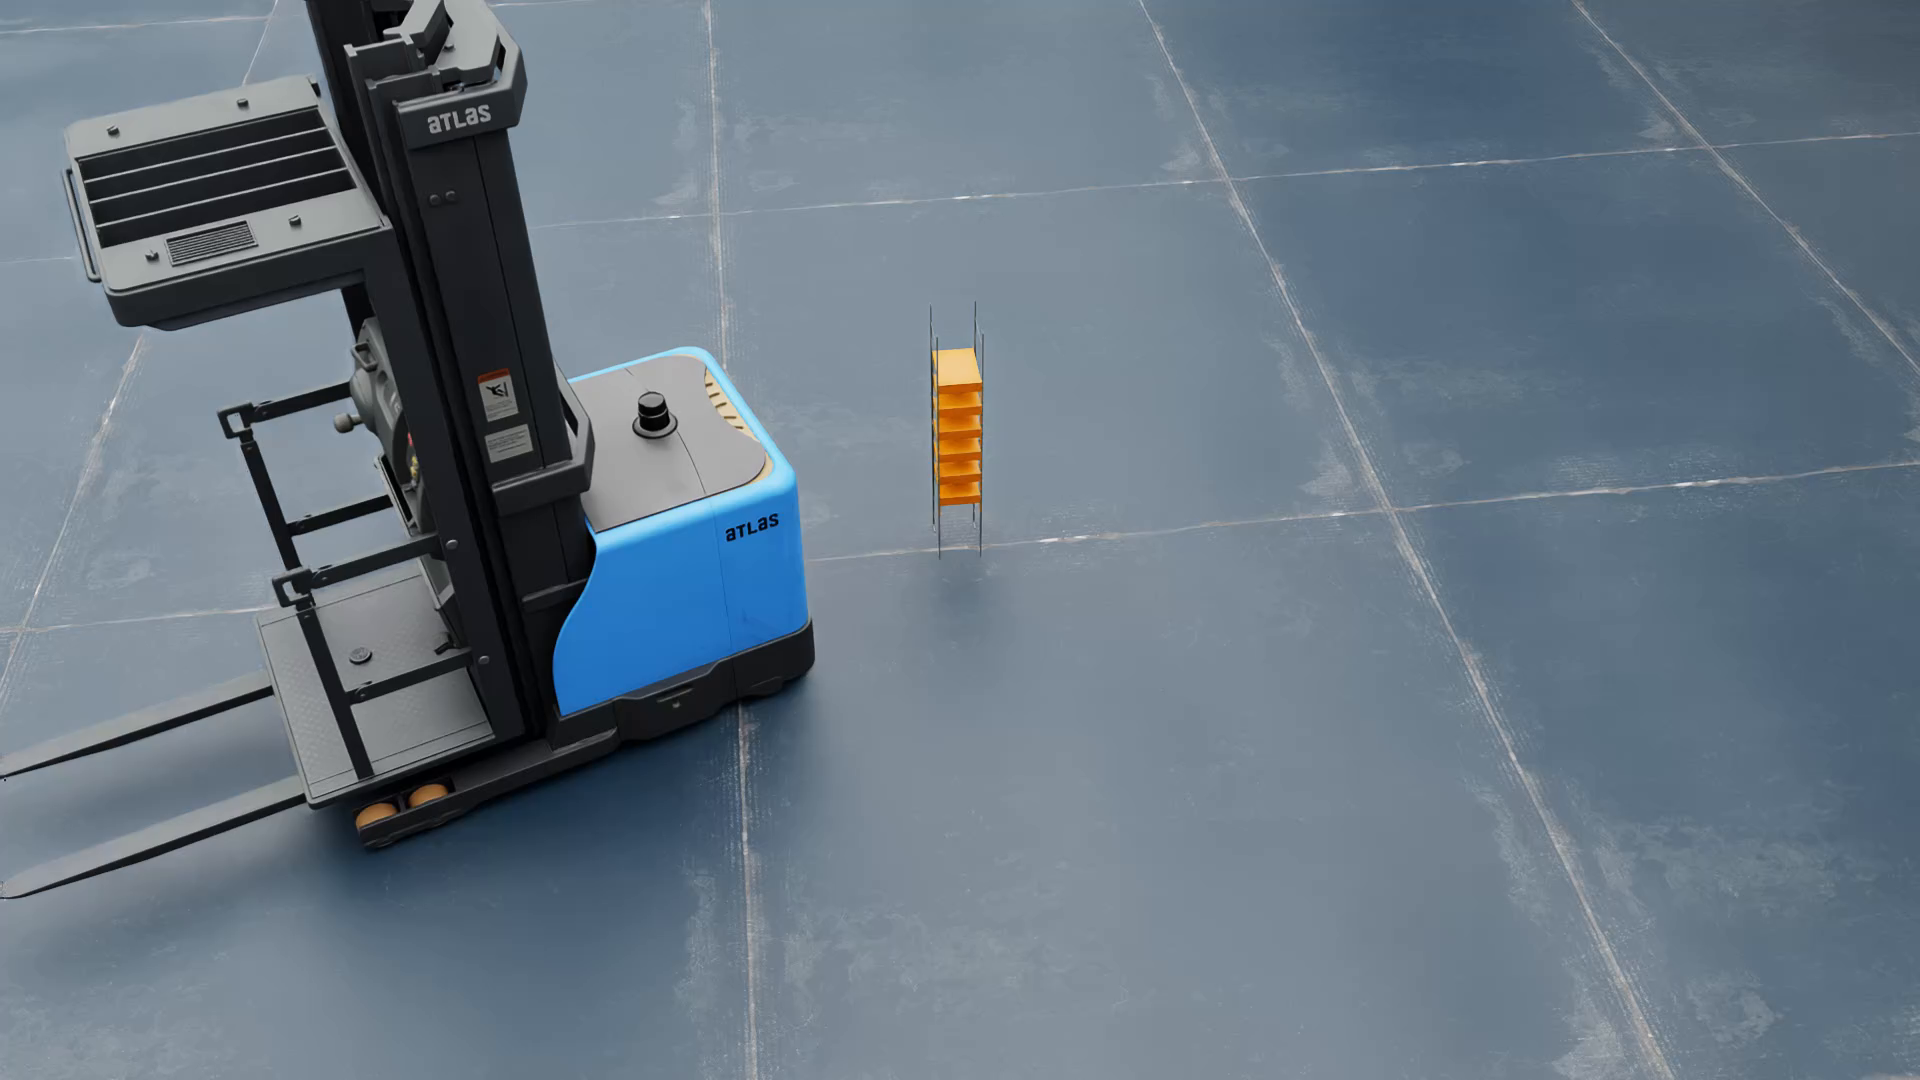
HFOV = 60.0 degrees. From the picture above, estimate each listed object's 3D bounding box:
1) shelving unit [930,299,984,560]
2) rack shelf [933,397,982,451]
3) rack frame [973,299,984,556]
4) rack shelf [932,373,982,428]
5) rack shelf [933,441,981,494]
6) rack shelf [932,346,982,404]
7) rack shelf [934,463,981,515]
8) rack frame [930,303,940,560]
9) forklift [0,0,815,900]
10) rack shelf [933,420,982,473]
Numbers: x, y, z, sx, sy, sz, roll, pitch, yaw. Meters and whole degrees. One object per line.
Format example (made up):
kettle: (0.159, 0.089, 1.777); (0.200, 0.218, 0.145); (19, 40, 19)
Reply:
shelving unit: (-0.014, -0.444, 7.062); (0.189, 1.200, 0.258); (-5, 42, -6)
rack shelf: (-0.014, -0.500, 7.011); (0.180, 0.103, 0.258); (-5, 42, -6)
rack frame: (0.076, -0.452, 7.071); (0.006, 1.200, 0.240); (-5, 42, -6)
rack shelf: (-0.014, -0.589, 6.931); (0.180, 0.103, 0.258); (-5, 42, -6)
rack shelf: (-0.014, -0.322, 7.172); (0.180, 0.103, 0.258); (-5, 42, -6)
rack shelf: (-0.014, -0.679, 6.851); (0.180, 0.103, 0.258); (-5, 42, -6)
rack shelf: (-0.014, -0.233, 7.252); (0.180, 0.103, 0.258); (-5, 42, -6)
rack frame: (-0.105, -0.436, 7.053); (0.006, 1.200, 0.240); (-5, 42, -6)
forklift: (-2.140, -0.352, 5.668); (3.031, 2.935, 1.130); (-20, 46, -20)
rack shelf: (-0.014, -0.411, 7.092); (0.180, 0.103, 0.258); (-5, 42, -6)
